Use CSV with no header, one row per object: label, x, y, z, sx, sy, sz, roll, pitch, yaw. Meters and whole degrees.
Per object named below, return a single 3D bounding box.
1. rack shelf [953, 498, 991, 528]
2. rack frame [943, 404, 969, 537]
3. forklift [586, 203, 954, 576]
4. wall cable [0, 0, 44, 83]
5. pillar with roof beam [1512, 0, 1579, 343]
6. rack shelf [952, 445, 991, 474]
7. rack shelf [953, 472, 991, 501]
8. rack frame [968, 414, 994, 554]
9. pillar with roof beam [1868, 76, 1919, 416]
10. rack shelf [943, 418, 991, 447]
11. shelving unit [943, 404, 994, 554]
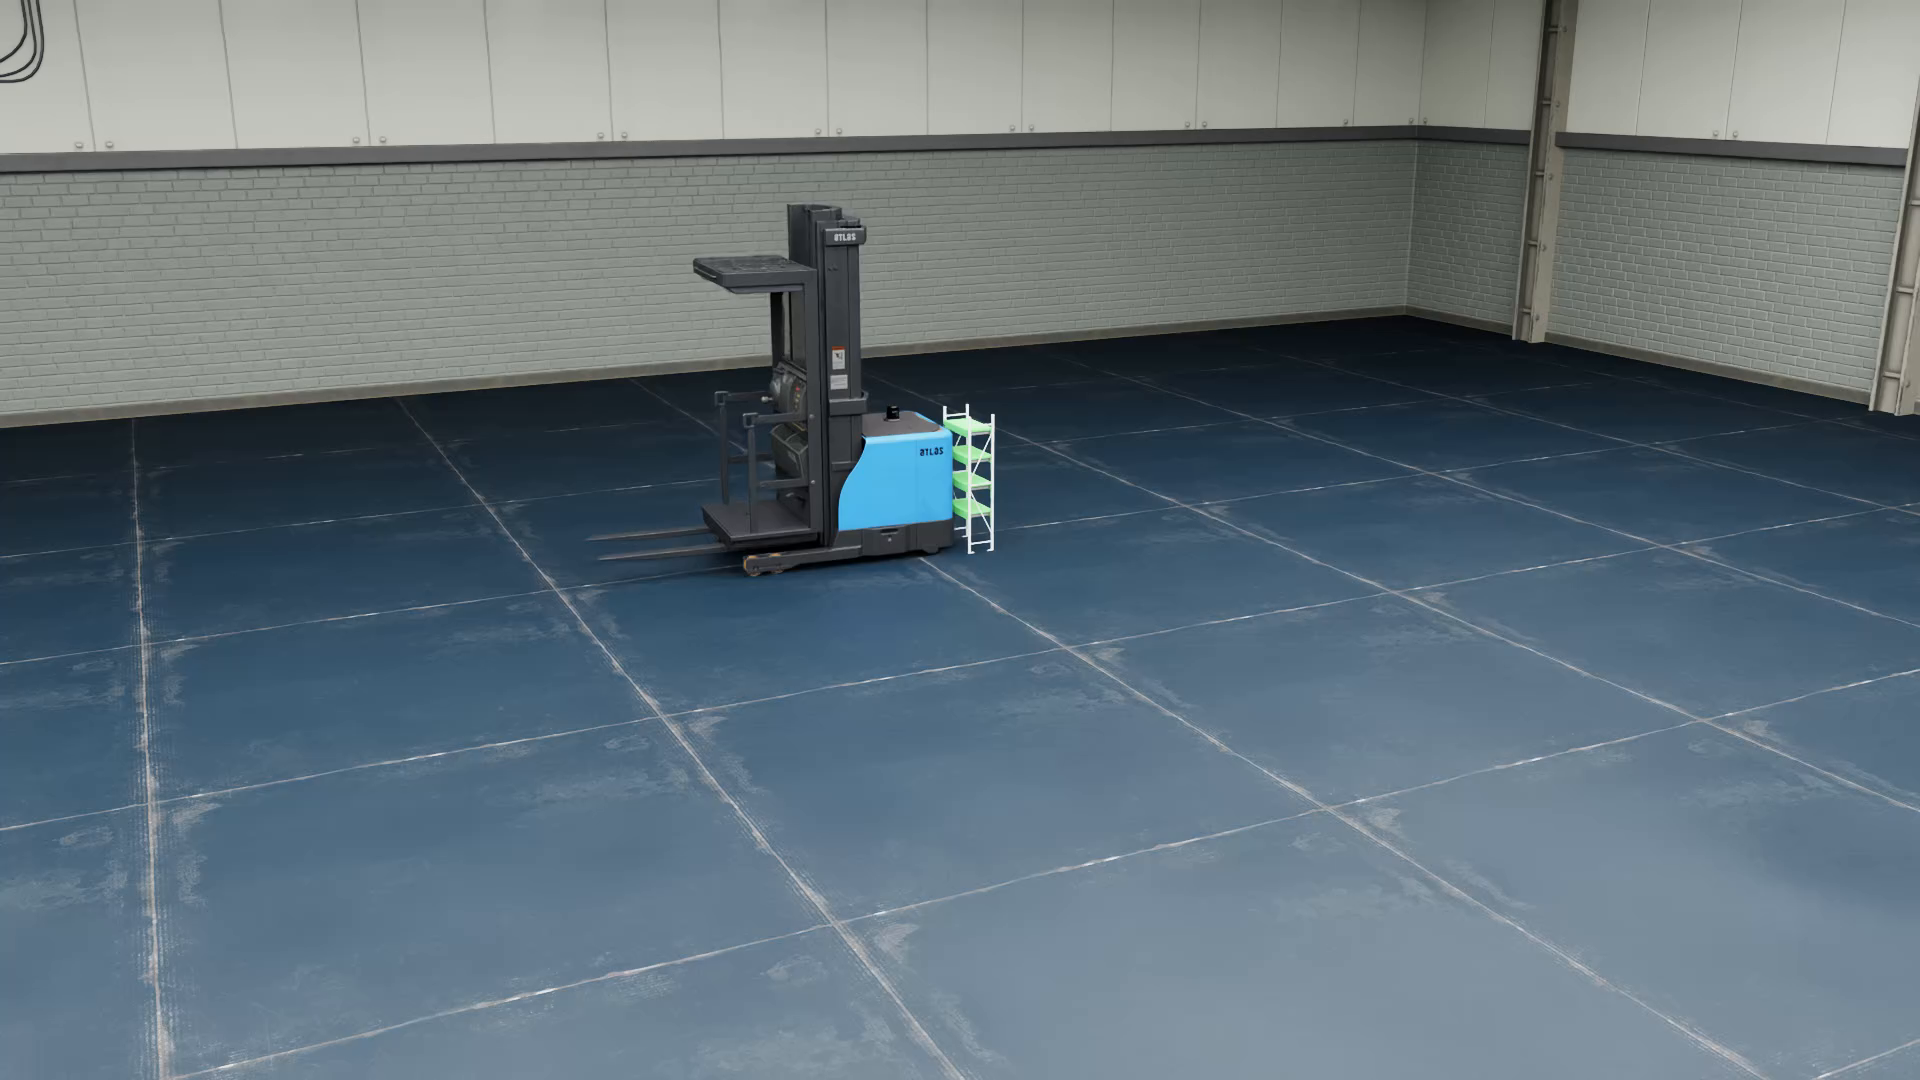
rack shelf,0.073,-0.244,14.526,0.258,0.148,0.480,-8,18,-25
rack frame,-0.034,-0.596,14.653,0.240,1.200,0.015,-8,18,-25
forklift,-1.620,-1.275,13.881,3.031,2.935,1.130,-6,17,-20
wall cable,-11.207,-7.231,17.468,2.305,6.003,0.169,-8,18,-25
pillar with roof beam,4.801,-6.849,22.302,9.100,9.000,0.400,-8,18,-25
rack shelf,0.073,-0.705,14.394,0.258,0.148,0.480,-8,18,-25
rack shelf,0.073,-0.474,14.460,0.258,0.148,0.480,-8,18,-25
rack frame,0.179,-0.475,14.231,0.240,1.200,0.015,-8,18,-25
pillar with roof beam,7.429,-5.361,17.118,9.100,9.000,0.400,-8,18,-25
rack shelf,0.073,-0.936,14.327,0.258,0.148,0.480,-8,18,-25
shelving unit,0.073,-0.536,14.442,0.258,1.200,0.503,-8,18,-25
